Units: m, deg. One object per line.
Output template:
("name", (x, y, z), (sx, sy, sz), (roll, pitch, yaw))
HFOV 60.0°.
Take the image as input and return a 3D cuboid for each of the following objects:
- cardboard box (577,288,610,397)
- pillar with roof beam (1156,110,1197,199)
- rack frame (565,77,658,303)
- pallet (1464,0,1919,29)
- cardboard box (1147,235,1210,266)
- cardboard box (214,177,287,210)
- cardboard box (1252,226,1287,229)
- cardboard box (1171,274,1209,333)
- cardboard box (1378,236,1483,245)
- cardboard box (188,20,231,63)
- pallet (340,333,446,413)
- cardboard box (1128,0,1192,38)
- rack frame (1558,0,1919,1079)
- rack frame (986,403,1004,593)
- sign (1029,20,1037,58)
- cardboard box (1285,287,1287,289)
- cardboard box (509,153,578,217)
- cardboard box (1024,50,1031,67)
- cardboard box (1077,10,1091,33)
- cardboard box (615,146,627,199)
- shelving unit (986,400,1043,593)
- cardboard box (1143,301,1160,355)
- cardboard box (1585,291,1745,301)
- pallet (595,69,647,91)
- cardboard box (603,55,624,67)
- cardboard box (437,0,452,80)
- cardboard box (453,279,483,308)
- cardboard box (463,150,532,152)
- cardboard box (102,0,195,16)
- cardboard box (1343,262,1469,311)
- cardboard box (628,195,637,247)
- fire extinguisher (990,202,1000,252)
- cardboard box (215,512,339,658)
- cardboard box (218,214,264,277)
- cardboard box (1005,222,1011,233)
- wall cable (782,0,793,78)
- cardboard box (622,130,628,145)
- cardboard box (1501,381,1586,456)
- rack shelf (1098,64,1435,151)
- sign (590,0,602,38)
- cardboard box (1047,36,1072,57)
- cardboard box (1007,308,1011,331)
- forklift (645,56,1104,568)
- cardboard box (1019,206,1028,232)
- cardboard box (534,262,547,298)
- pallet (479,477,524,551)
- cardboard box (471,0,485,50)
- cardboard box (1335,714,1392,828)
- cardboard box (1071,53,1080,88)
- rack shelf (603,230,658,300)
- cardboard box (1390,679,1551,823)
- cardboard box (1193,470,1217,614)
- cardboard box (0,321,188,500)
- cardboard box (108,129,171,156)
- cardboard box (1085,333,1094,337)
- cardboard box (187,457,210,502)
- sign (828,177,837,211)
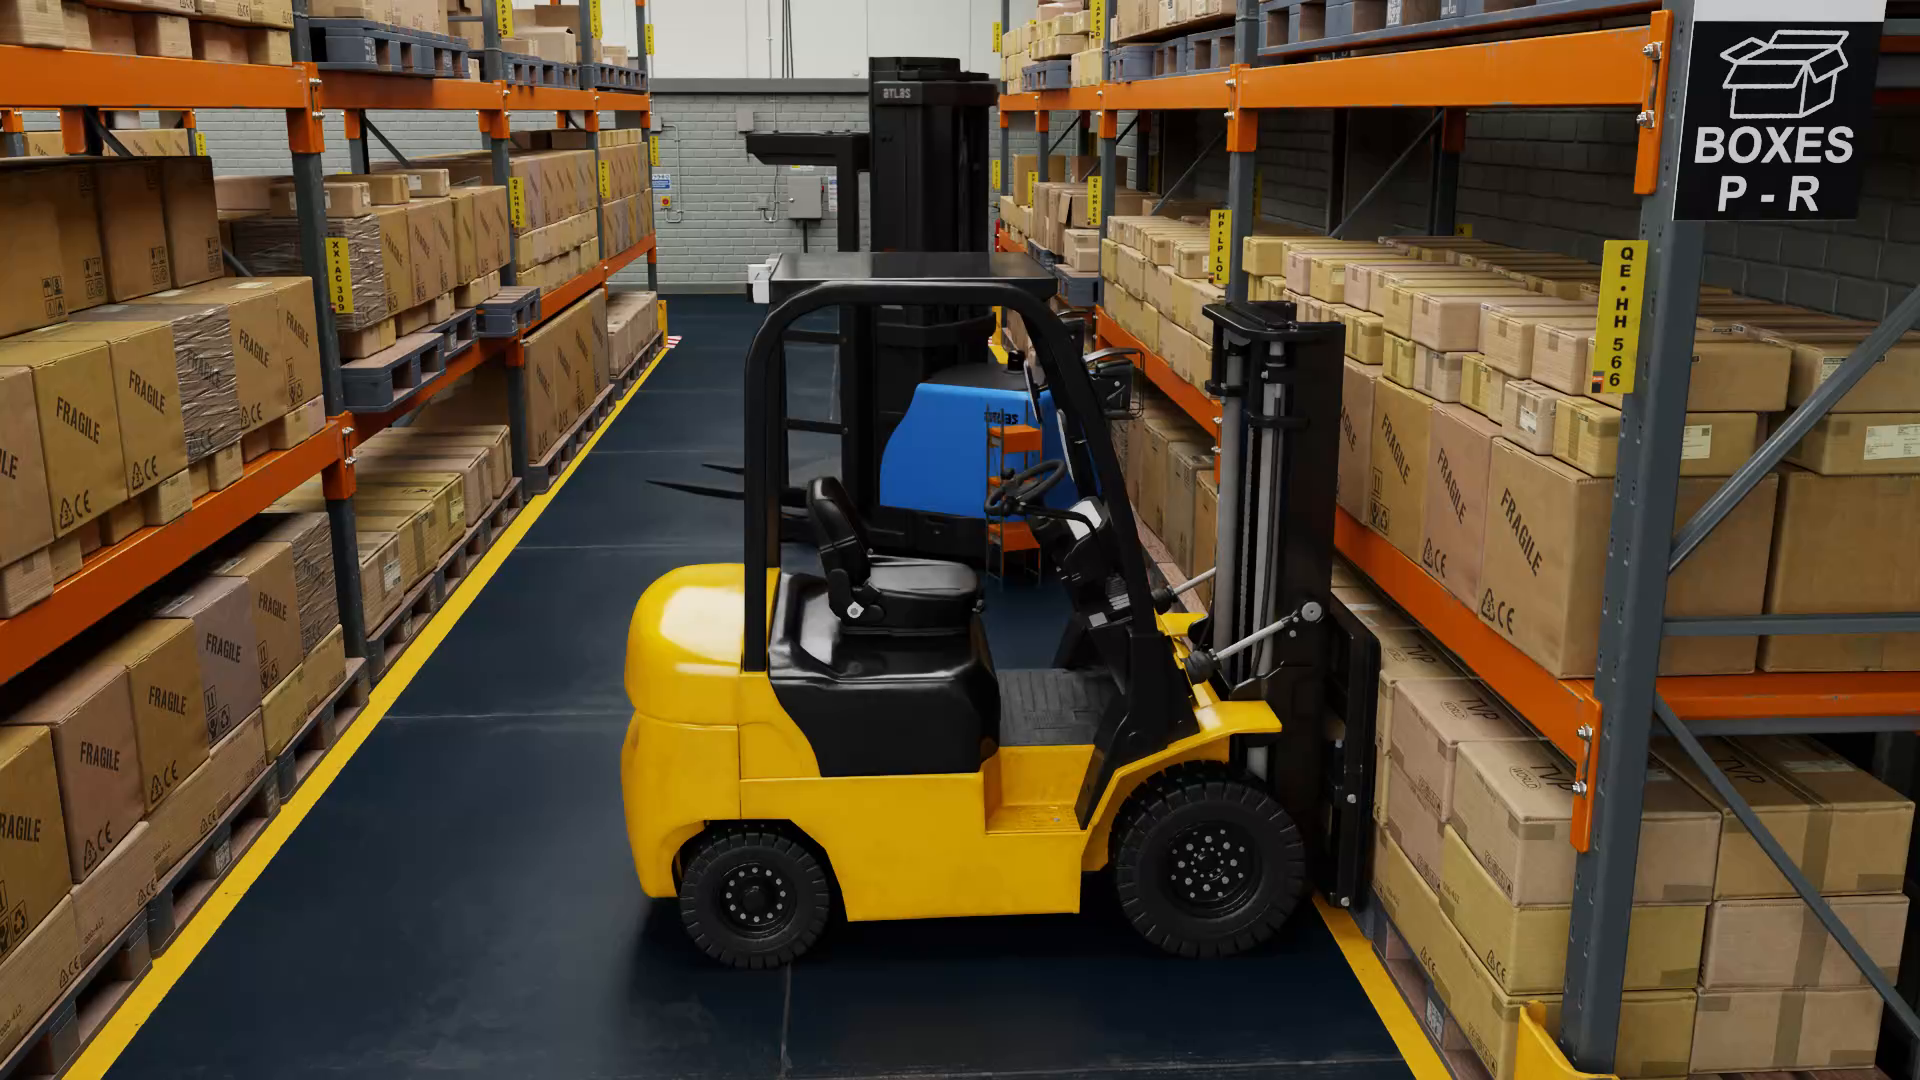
("cardboard box", (-3.625, -1.733, 14.662), (0.875, 0.875, 0.875), (0, 14, -2))
("pillar with roof beam", (-2.230, -5.815, 15.067), (9.100, 9.000, 0.400), (-1, 14, -3))
("rack frame", (-3.991, -3.706, 18.910), (1.000, 3.000, 0.127), (-1, 14, -3))
("pallet", (1.936, -1.390, 4.068), (1.003, 0.211, 1.213), (-1, 14, -3))
("cardboard box", (1.261, -1.625, 9.321), (0.380, 0.149, 0.250), (-1, 14, -5))
("cardboard box", (-3.557, -1.714, 8.227), (0.380, 0.149, 0.250), (-1, 14, -5))
("cardboard box", (1.787, -1.824, 10.093), (0.380, 0.149, 0.250), (-1, 14, -4))
("cardboard box", (1.382, -1.215, 8.525), (0.500, 0.250, 0.500), (-1, 14, -5))
("cardboard box", (2.028, -1.231, 7.192), (0.380, 0.149, 0.250), (-1, 14, -3))
("cardboard box", (-2.956, -1.851, 6.187), (0.380, 0.149, 0.250), (-1, 14, -3))
("pallet", (-3.150, -0.821, 8.083), (1.003, 0.211, 1.213), (-1, 14, -3))
("cardboard box", (1.391, -3.239, 9.831), (0.700, 0.500, 0.500), (-1, 14, -5))
("rack frame", (1.951, 0.196, 3.746), (0.949, 2.616, 0.053), (-1, 14, -3))
("rack frame", (0.194, -0.234, 9.330), (0.008, 1.050, 0.200), (-7, 16, -24))
("sign", (0.669, -4.482, 14.867), (0.100, 0.325, 0.005), (-1, 14, -3))
("cardboard box", (1.525, -0.950, 6.695), (0.380, 0.149, 0.250), (-1, 14, -4))
("cardboard box", (-3.414, -2.882, 13.499), (0.500, 0.500, 0.500), (0, 14, -2))
("cardboard box", (0.888, -4.558, 15.906), (0.500, 0.250, 0.500), (-1, 14, -5))
("cardboard box", (1.079, -3.852, 12.362), (0.380, 0.149, 0.250), (-1, 14, -5))
("cardboard box", (-3.577, -3.619, 16.366), (0.500, 0.500, 0.500), (-1, 14, -2))
("shelving unit", (0.305, -0.247, 9.380), (0.252, 1.050, 0.215), (-7, 16, -24))
("cardboard box", (1.337, -1.225, 9.569), (0.500, 0.250, 0.500), (0, 14, -2))
("cardboard box", (2.092, -0.656, 4.956), (0.380, 0.149, 0.250), (0, 14, -2))
("pallet", (-3.935, -4.931, 17.831), (1.003, 0.211, 1.213), (-1, 14, -3))
("cardboard box", (-3.768, -5.075, 17.673), (0.380, 0.149, 0.250), (-2, 15, -8))
("cardboard box", (-3.447, -2.982, 9.875), (0.700, 0.500, 0.500), (-1, 14, -3))
("cardboard box", (-3.053, -1.462, 9.849), (0.380, 0.149, 0.250), (-1, 14, -2))
("cardboard box", (-4.003, -3.130, 14.464), (0.500, 0.500, 0.500), (-1, 14, -3))
("cardboard box", (-2.902, -1.887, 5.526), (0.500, 0.250, 0.500), (-1, 14, -4))
("cardboard box", (1.589, -0.903, 5.916), (0.380, 0.149, 0.250), (-1, 14, -4))
("cardboard box", (-3.594, -3.257, 16.967), (0.500, 0.500, 0.500), (0, 14, -2))
("fire extinguisher", (0.492, -3.595, 19.382), (0.296, 0.674, 0.183), (-1, 14, -3))
("cardboard box", (-2.943, 0.186, 6.952), (0.500, 0.500, 0.500), (-1, 14, -4))
("cardboard box", (-3.505, -1.229, 7.642), (0.500, 0.500, 0.500), (-1, 14, -4))
("cardboard box", (0.709, -3.576, 18.909), (0.380, 0.149, 0.250), (-1, 14, -4))
("wall cable", (-1.091, -8.084, 23.813), (2.988, 3.039, 0.133), (-1, 14, -3))
("cardboard box", (-3.635, -4.150, 17.127), (0.380, 0.149, 0.250), (-1, 14, -2))
("cardboard box", (1.607, -0.312, 4.216), (0.380, 0.149, 0.250), (-1, 14, -3))
("rack shelf", (1.582, -2.401, 9.262), (1.077, 0.370, 4.000), (-1, 14, -3))
("sign", (-3.202, -4.577, 14.609), (0.100, 0.325, 0.005), (-1, 14, -3))
("cardboard box", (0.905, -3.974, 13.392), (0.380, 0.149, 0.250), (-1, 14, -2))
("cardboard box", (0.906, -2.624, 18.874), (0.797, 0.503, 0.637), (-1, 15, -6))
("forklift", (-0.637, -1.496, 10.459), (3.031, 2.935, 1.130), (8, 16, 28))
("cardboard box", (0.872, -3.232, 16.771), (0.500, 0.250, 0.500), (-1, 14, -4))
("cardboard box", (-3.324, -1.897, 12.180), (0.500, 0.250, 0.500), (-1, 14, -5))
("pallet", (-3.449, -0.172, 10.770), (1.003, 0.211, 1.213), (-1, 14, -3))
("cardboard box", (-3.746, -3.664, 11.685), (0.700, 0.500, 0.500), (-2, 15, -6))
("cardboard box", (1.539, 0.713, 5.409), (0.500, 0.250, 0.500), (-1, 14, -5))
("cardboard box", (1.121, -3.547, 12.575), (0.500, 0.250, 0.500), (-1, 14, -3))
("rack shelf", (-3.867, -2.860, 17.067), (1.077, 0.370, 4.000), (-1, 14, -3))
("cardboard box", (1.577, 0.603, 4.832), (0.500, 0.250, 0.500), (-1, 14, -2))
("cardboard box", (1.663, 0.018, 8.360), (0.875, 0.625, 0.625), (0, 14, -1))
("cardboard box", (-2.860, -0.423, 5.354), (0.500, 0.500, 0.500), (-1, 14, -5))
("cardboard box", (-8.617, -4.045, 17.424), (0.500, 0.500, 0.500), (-1, 14, -5))
("cardboard box", (1.156, -1.612, 13.643), (0.380, 0.149, 0.250), (-1, 14, -3))
("cardboard box", (-2.871, -0.208, 5.819), (0.380, 0.149, 0.250), (-1, 14, -4))
("sign", (-1.778, -5.117, 24.586), (0.329, 0.494, 0.001), (-1, 14, -3))
